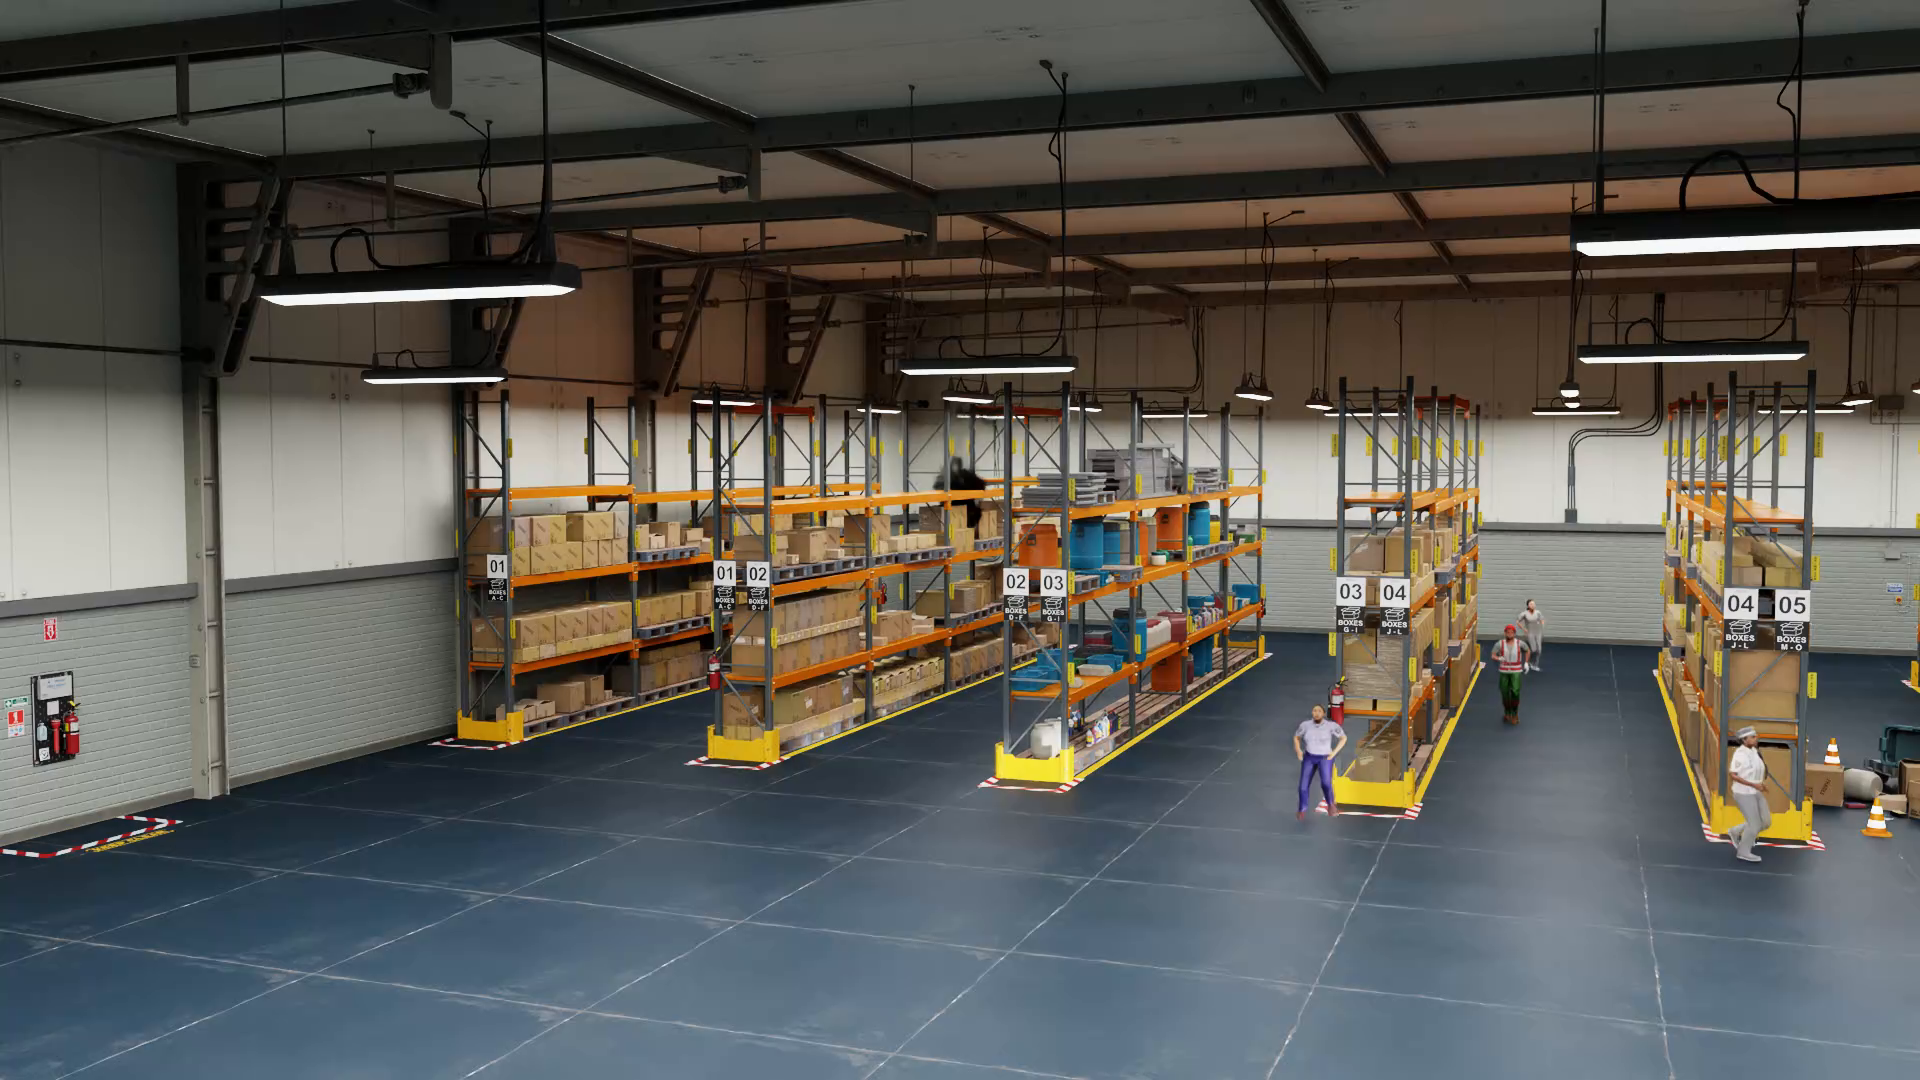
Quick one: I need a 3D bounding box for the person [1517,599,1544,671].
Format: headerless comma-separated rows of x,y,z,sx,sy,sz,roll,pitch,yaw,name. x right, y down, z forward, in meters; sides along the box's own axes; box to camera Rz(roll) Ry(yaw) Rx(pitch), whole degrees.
12.819,2.136,37.225,0.578,1.618,0.576,0,3,-5,person

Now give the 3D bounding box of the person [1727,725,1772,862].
9.585,3.065,20.180,0.579,1.645,0.563,-3,4,-39,person

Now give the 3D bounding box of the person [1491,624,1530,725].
9.985,2.449,30.220,0.655,1.832,0.748,1,3,24,person

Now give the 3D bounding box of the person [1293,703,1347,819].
4.824,2.993,22.376,0.708,1.595,0.573,1,3,18,person
